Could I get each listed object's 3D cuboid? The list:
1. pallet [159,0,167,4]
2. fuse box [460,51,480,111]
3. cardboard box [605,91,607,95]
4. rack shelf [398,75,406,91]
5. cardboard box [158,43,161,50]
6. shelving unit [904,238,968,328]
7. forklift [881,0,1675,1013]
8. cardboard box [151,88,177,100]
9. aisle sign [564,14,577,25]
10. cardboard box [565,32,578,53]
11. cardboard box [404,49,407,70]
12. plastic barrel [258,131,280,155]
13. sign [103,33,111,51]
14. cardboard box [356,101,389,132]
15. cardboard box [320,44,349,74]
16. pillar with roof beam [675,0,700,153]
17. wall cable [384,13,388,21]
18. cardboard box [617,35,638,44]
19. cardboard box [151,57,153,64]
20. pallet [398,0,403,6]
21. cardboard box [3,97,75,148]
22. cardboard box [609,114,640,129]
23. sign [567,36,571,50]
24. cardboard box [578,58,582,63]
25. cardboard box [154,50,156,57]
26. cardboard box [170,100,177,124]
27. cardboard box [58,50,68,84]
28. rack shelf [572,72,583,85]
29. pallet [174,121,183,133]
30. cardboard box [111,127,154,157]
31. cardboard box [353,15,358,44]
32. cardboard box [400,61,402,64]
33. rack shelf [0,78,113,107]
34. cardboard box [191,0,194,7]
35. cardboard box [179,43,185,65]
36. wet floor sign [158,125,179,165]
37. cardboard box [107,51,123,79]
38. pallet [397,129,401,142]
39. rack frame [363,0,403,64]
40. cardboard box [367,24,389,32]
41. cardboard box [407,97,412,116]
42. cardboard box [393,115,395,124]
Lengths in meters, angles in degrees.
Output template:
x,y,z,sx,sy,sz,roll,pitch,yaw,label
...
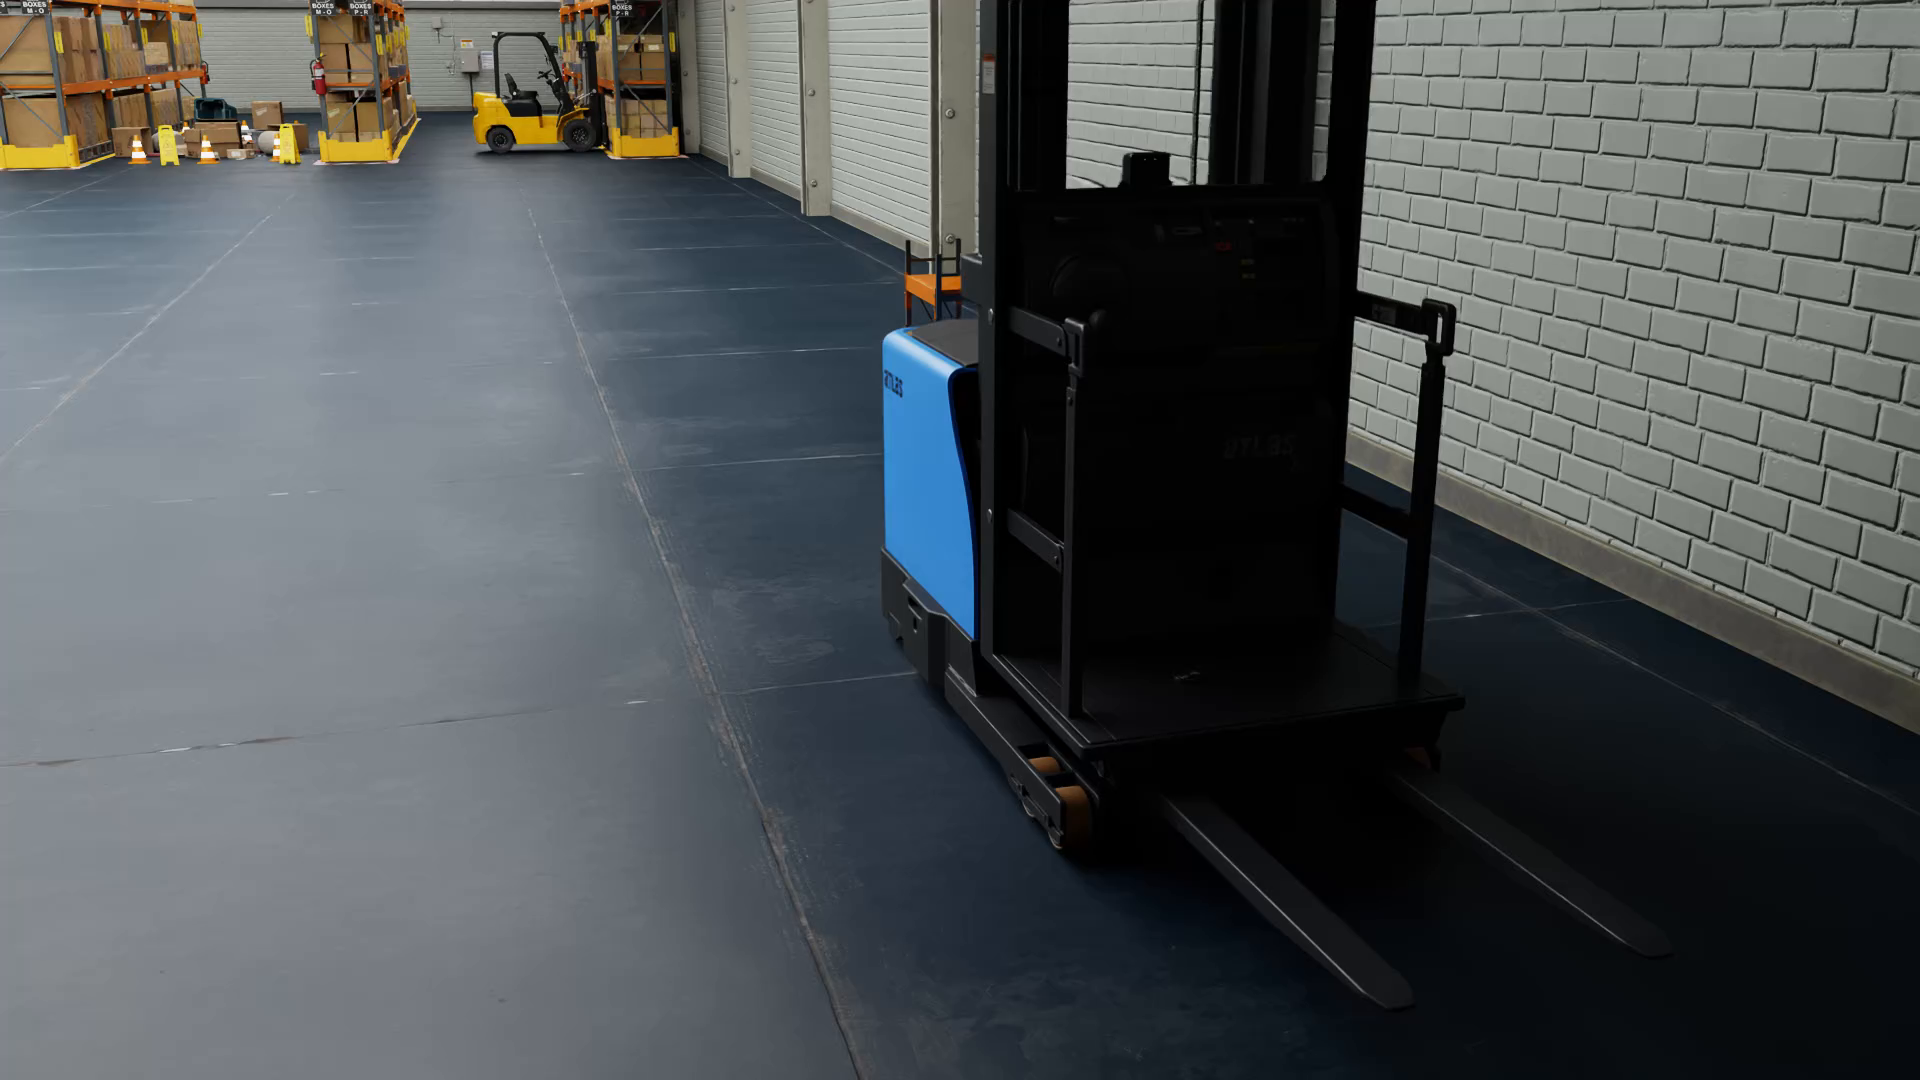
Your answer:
x,y,z,sx,sy,sz,roll,pitch,yaw,label
-18.423,-12.085,37.084,1.213,0.211,1.003,-5,17,-15,pallet
-14.370,-13.510,48.954,0.539,1.711,0.414,-5,17,-15,fuse box
-8.139,-10.461,39.052,0.380,0.149,0.250,-5,17,-15,cardboard box
-13.209,-10.439,37.742,1.077,0.370,4.000,-5,17,-15,rack shelf
-17.976,-10.970,36.929,0.380,0.149,0.250,-5,17,-15,cardboard box
-0.046,-0.620,6.932,0.258,1.200,0.503,-5,17,-15,shelving unit
0.668,-0.734,4.300,1.130,2.935,3.031,-5,18,-17,forklift
-18.043,-10.095,37.657,0.500,0.250,0.500,-5,17,-17,cardboard box
-10.388,-14.078,44.085,0.394,0.787,0.004,-5,17,-15,aisle sign
-9.808,-12.705,42.475,0.500,0.500,0.500,-4,17,-14,cardboard box
-13.901,-11.813,40.891,0.500,0.500,0.500,-5,17,-15,cardboard box
-12.484,-7.236,30.305,0.512,0.421,0.421,7,18,23,plastic barrel
-15.759,-9.202,30.729,0.100,0.325,0.005,-5,17,-15,sign
-10.424,-7.513,29.495,0.500,0.500,0.500,-5,18,-17,cardboard box
-10.875,-8.337,28.801,0.500,0.500,0.500,-5,17,-16,cardboard box
-9.154,-11.208,28.623,9.100,9.000,0.400,-5,17,-15,pillar with roof beam
-16.430,-14.503,48.200,0.585,1.953,0.123,-5,17,-15,wall cable
-5.991,-8.995,29.864,0.380,0.149,0.250,-5,17,-15,cardboard box
-17.619,-10.329,35.830,0.380,0.149,0.250,-4,17,-13,cardboard box
-14.644,-13.633,42.065,1.003,0.211,1.213,-5,17,-15,pallet
-15.443,-6.965,27.887,0.875,0.875,0.875,-5,17,-15,cardboard box
-6.124,-7.645,30.369,0.500,0.250,0.500,-5,17,-16,cardboard box
-9.507,-12.100,40.516,0.100,0.325,0.005,-5,17,-15,sign
-8.438,-10.856,37.587,0.380,0.149,0.250,-4,17,-14,cardboard box
-17.764,-10.615,36.265,0.380,0.149,0.250,-4,17,-13,cardboard box
-17.904,-9.595,37.296,0.500,0.500,0.500,-5,17,-17,cardboard box
-15.510,-7.920,27.843,0.875,0.550,0.550,-5,17,-15,cardboard box
-8.438,-10.833,39.052,1.077,0.370,4.000,-5,17,-15,rack shelf
-18.275,-9.367,37.769,1.003,0.211,1.213,-5,17,-15,pallet
-14.879,-7.161,29.918,0.500,0.500,0.500,-2,17,-6,cardboard box
-10.943,-8.952,29.110,0.700,0.500,0.500,-5,17,-15,cardboard box
-13.254,-11.020,38.686,0.500,0.250,0.500,-5,17,-16,cardboard box
-15.742,-7.807,28.980,1.077,0.370,4.000,-5,17,-15,rack shelf
-19.210,-13.284,41.009,0.500,0.250,0.500,-5,17,-16,cardboard box
-18.527,-11.402,39.004,0.500,0.500,0.500,-5,17,-15,cardboard box
-13.281,-6.620,27.868,0.267,0.644,0.232,-8,18,-25,wet floor sign
-16.317,-9.059,31.723,0.500,0.500,0.500,-5,17,-15,cardboard box
-12.115,-8.342,34.357,1.003,0.211,1.213,-5,17,-15,pallet
-13.759,-11.337,39.481,1.000,3.000,0.127,-5,17,-15,rack frame
-11.350,-9.985,32.429,0.380,0.149,0.250,-5,17,-15,cardboard box
-14.075,-10.741,41.219,0.875,0.438,0.875,-5,17,-17,cardboard box
-11.707,-8.212,32.914,0.950,0.372,0.625,-4,17,-15,cardboard box
